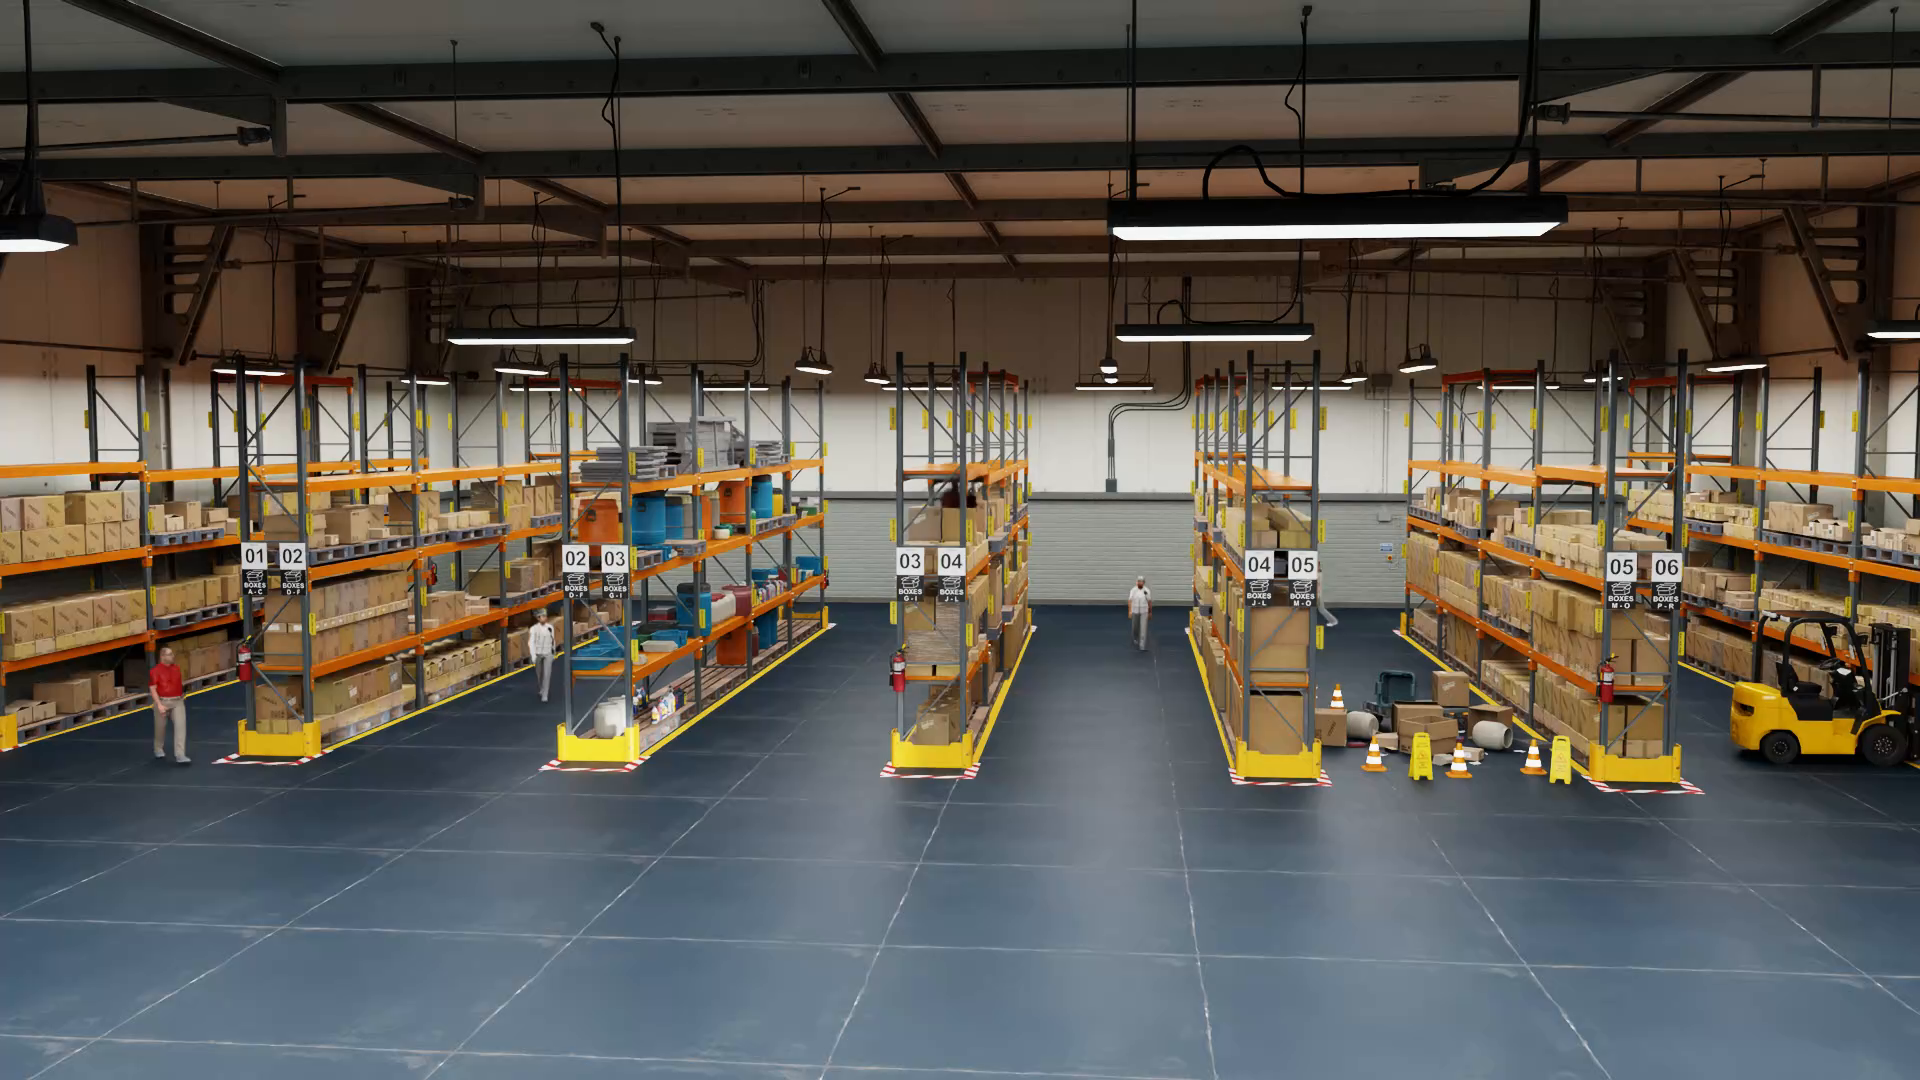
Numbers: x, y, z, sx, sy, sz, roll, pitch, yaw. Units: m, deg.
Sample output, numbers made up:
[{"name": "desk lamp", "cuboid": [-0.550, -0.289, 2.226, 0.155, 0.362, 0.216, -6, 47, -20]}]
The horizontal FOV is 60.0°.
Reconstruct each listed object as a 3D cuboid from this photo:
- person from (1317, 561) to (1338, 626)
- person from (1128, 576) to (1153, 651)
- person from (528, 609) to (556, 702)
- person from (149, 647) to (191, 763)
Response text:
[{"name": "person", "cuboid": [8.645, 1.328, 40.275, 1.008, 1.625, 0.503, 0, 4, 0]}, {"name": "person", "cuboid": [3.965, 1.597, 36.551, 0.526, 1.623, 0.929, 1, 4, 11]}, {"name": "person", "cuboid": [-7.514, 2.051, 29.886, 0.438, 1.643, 0.980, 0, 4, -2]}, {"name": "person", "cuboid": [-11.662, 2.423, 24.460, 0.499, 1.678, 1.039, -3, 5, -35]}]
